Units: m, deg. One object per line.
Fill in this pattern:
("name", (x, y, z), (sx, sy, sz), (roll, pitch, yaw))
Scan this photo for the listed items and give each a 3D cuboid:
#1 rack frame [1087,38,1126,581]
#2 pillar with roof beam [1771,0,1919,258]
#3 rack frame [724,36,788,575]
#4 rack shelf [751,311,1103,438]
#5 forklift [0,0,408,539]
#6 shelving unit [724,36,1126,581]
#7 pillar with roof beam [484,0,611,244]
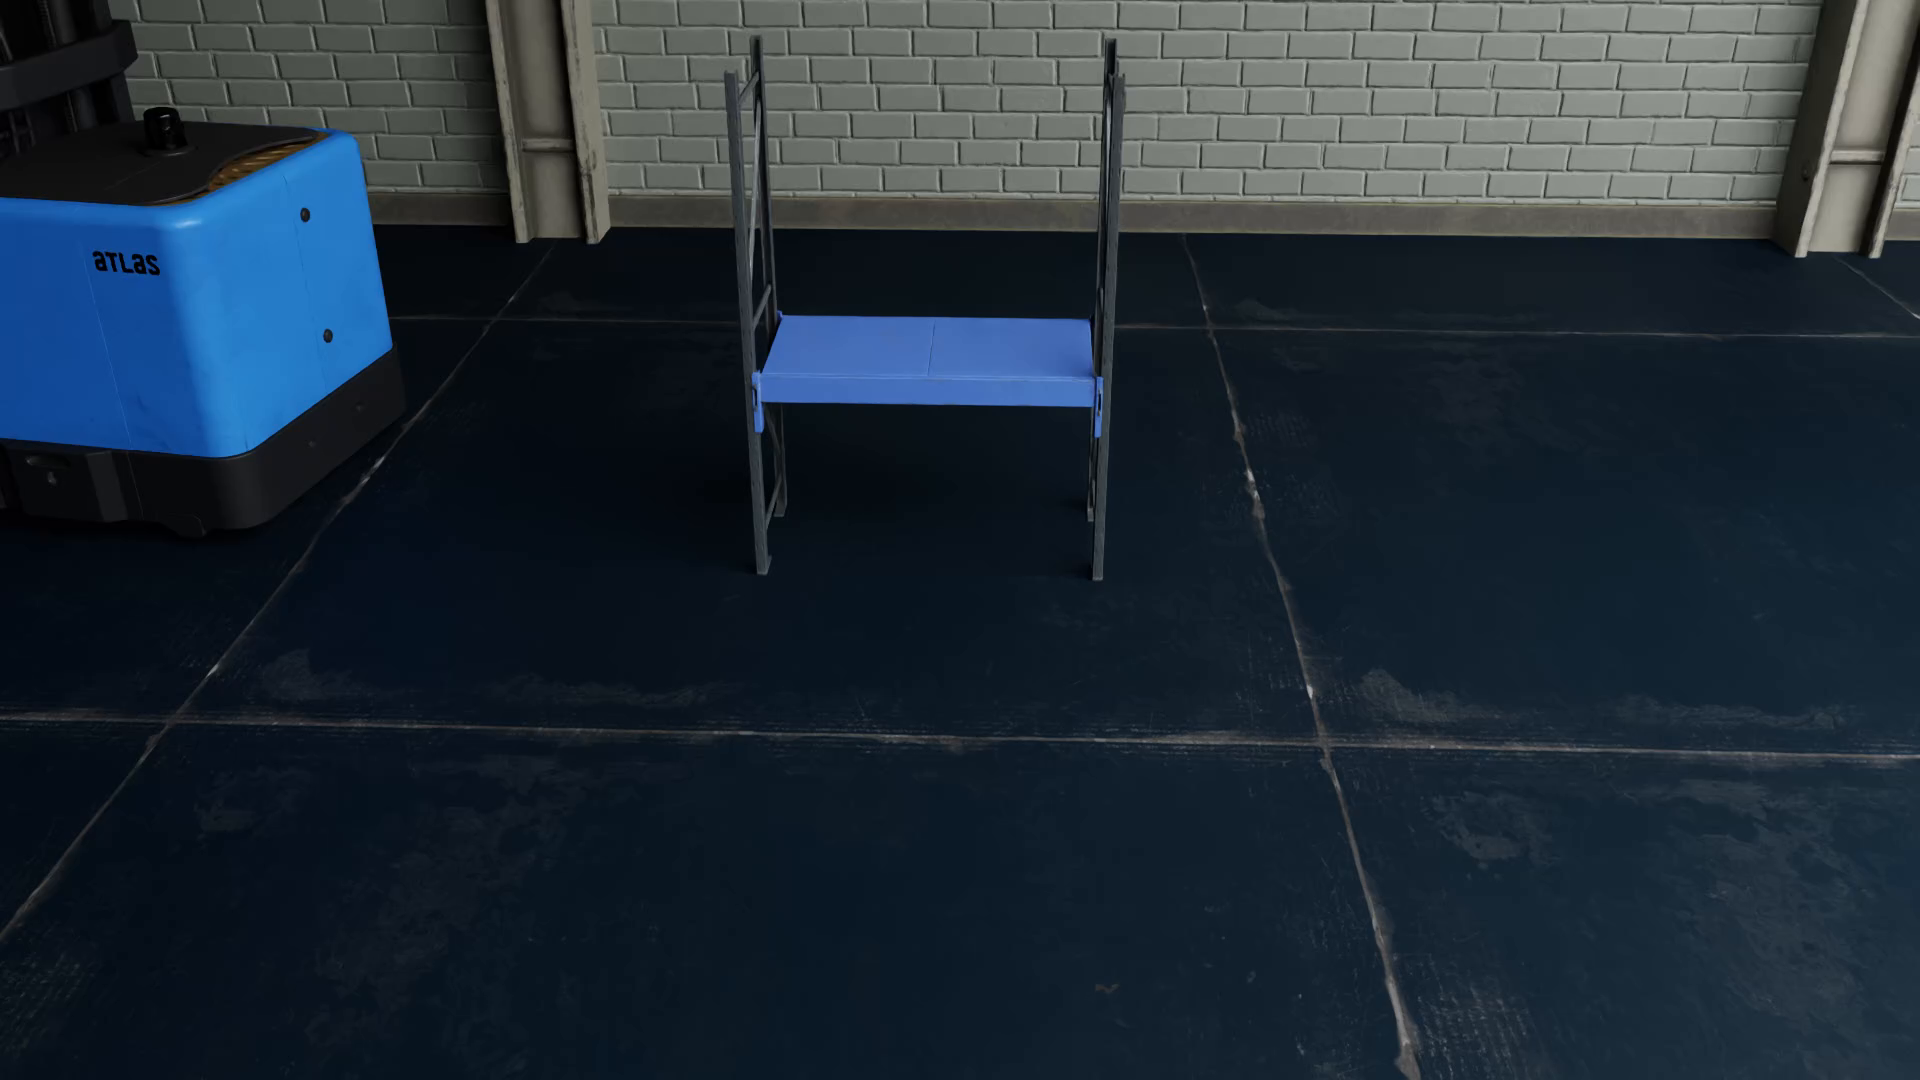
("rack frame", (0.423, -0.656, 4.886), (0.032, 1.500, 0.500), (1, 28, 2))
("pillar with roof beam", (3.930, -3.345, 1.952), (0.400, 9.000, 9.100), (1, 28, 2))
("rack frame", (-0.593, -0.672, 4.917), (0.032, 1.500, 0.500), (1, 28, 2))
("rack shelf", (-0.085, -0.505, 4.986), (1.000, 0.185, 0.538), (1, 28, 2))
("forklift", (-3.557, -1.636, 5.207), (3.031, 2.935, 1.130), (5, 28, 10))
("shelving unit", (-0.085, -0.664, 4.901), (1.048, 1.500, 0.538), (1, 28, 2))
("pillar with roof beam", (-2.067, -3.444, 2.139), (0.400, 9.000, 9.100), (1, 28, 2))
